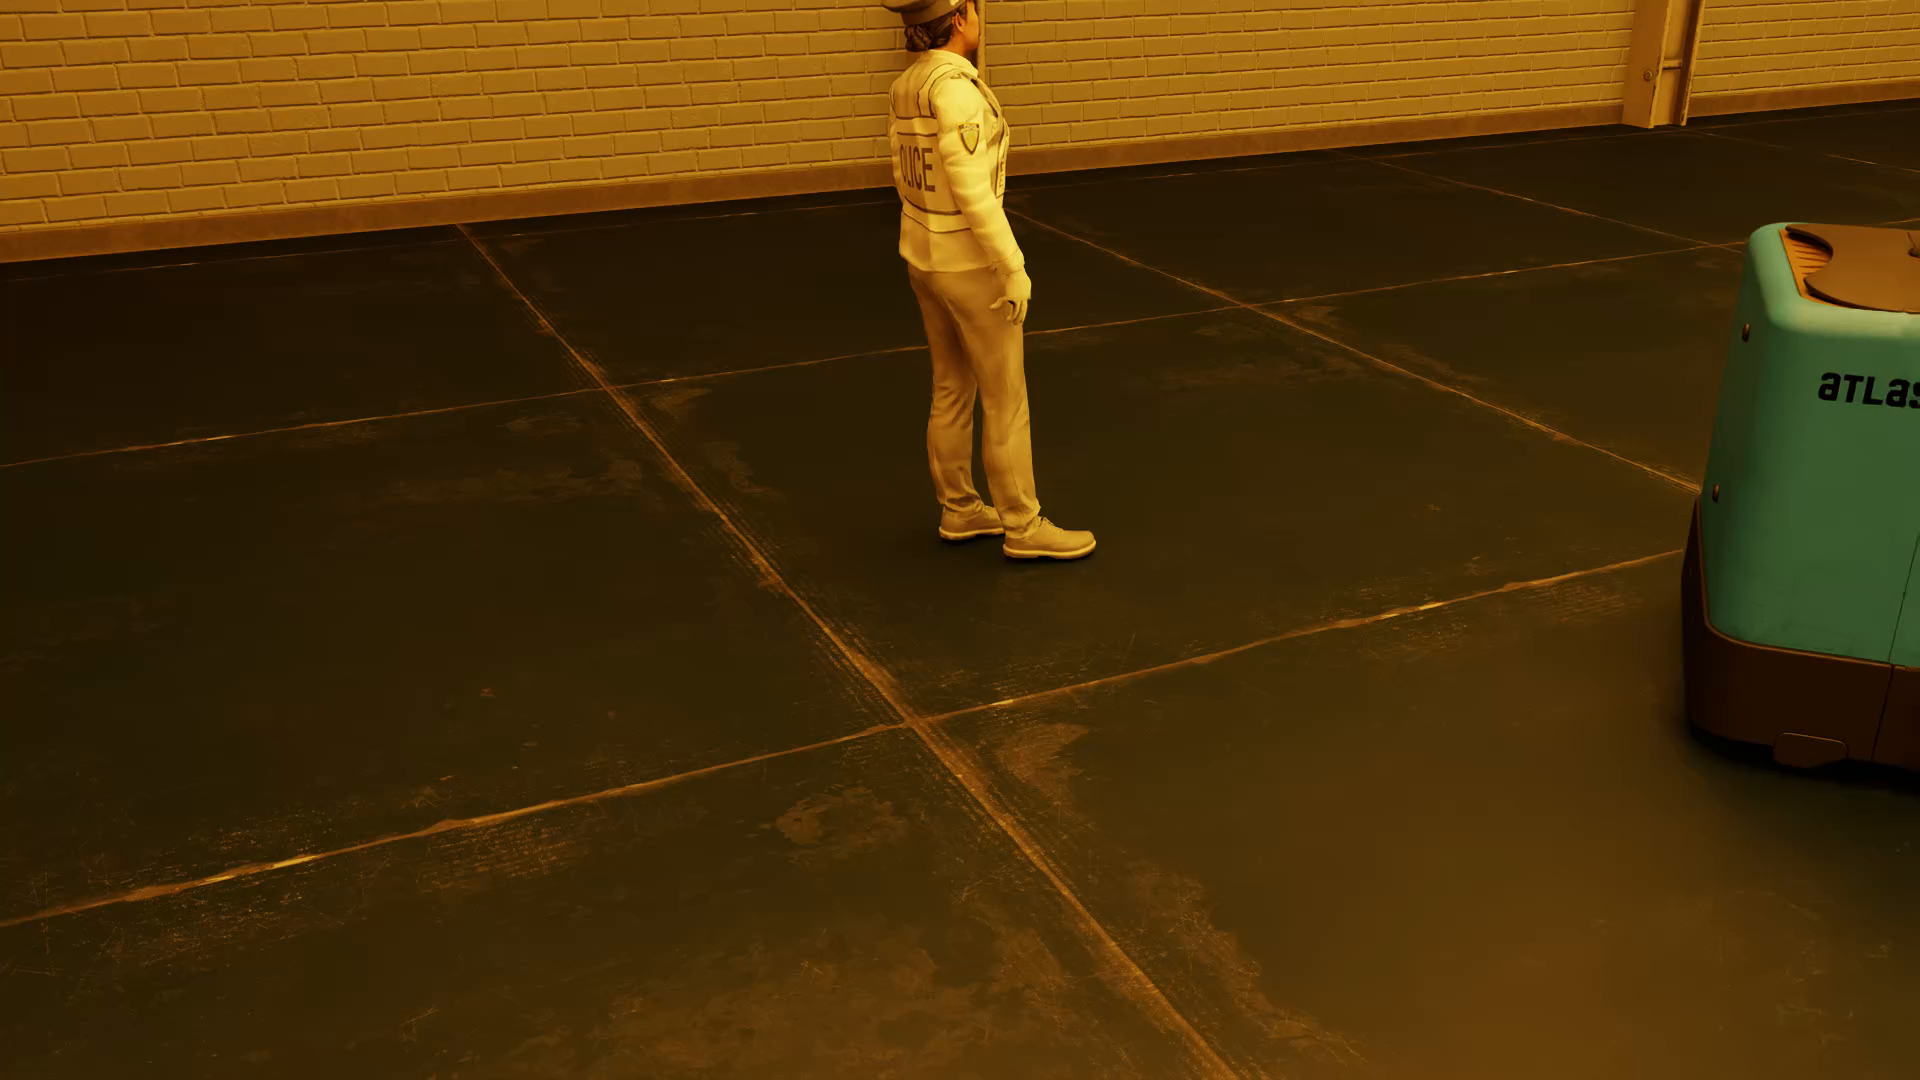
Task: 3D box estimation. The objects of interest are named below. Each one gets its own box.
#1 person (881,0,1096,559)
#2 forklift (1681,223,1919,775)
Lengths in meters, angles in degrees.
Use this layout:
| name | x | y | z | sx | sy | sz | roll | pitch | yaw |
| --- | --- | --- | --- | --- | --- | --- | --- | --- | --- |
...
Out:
| name | x | y | z | sx | sy | sz | roll | pitch | yaw |
| --- | --- | --- | --- | --- | --- | --- | --- | --- | --- |
| person | 0.065 | -0.798 | 4.799 | 0.531 | 1.694 | 0.586 | -10 | 25 | -23 |
| forklift | 3.285 | -0.821 | 3.262 | 3.031 | 2.935 | 1.130 | 8 | 24 | 19 |
